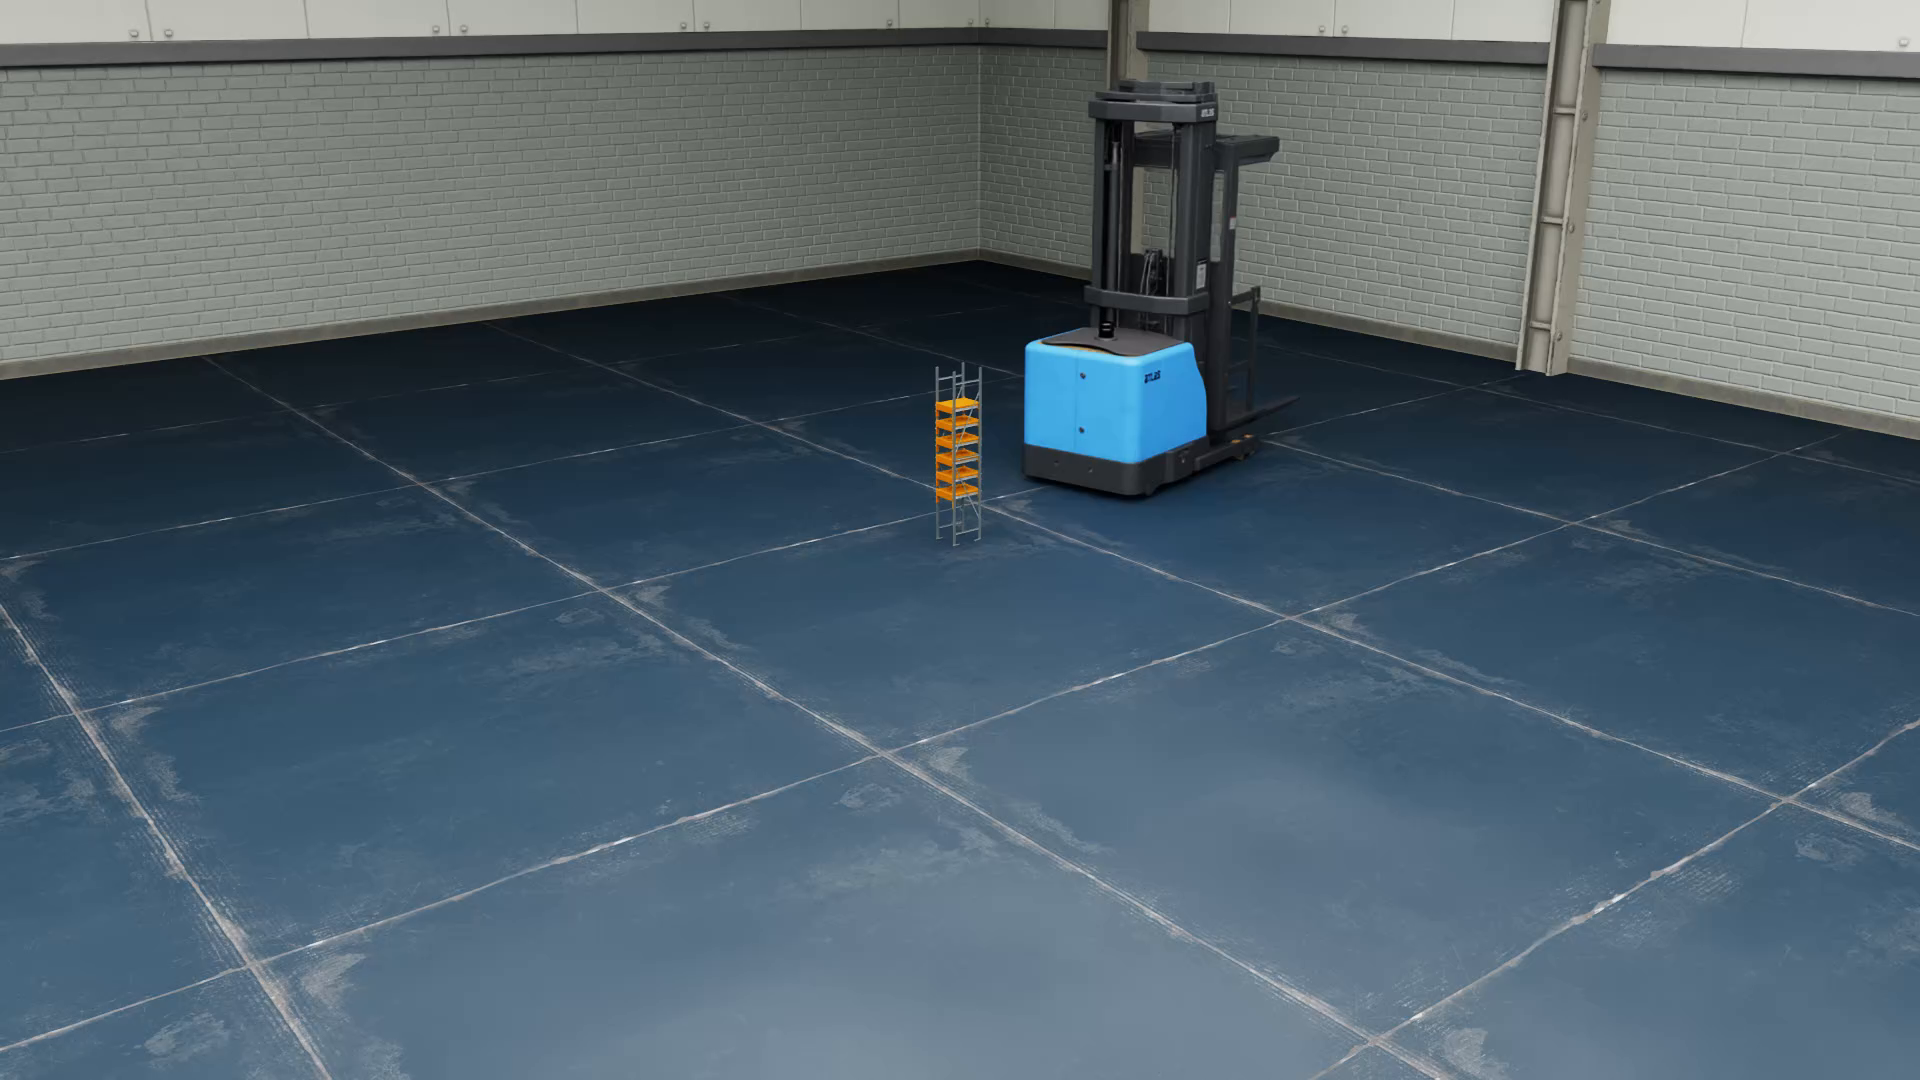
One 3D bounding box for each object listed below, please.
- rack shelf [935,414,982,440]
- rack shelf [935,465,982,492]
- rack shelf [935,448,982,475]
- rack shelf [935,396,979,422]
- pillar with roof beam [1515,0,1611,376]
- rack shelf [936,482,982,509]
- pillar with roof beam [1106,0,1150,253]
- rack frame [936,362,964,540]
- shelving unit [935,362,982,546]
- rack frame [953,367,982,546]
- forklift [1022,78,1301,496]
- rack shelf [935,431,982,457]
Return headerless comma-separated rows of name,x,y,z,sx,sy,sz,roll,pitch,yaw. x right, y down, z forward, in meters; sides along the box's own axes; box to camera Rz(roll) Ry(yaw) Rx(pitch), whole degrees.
rack shelf,-0.009,-0.759,11.123,0.258,0.103,0.180,-14,23,-36
rack shelf,-0.009,-0.417,11.236,0.258,0.103,0.180,-14,23,-36
rack shelf,-0.009,-0.531,11.199,0.258,0.103,0.180,-14,23,-36
rack shelf,-0.009,-0.873,11.085,0.258,0.103,0.180,-14,23,-36
pillar with roof beam,2.363,-5.104,12.460,9.100,9.000,0.400,-14,23,-36
rack shelf,-0.009,-0.303,11.274,0.258,0.103,0.180,-14,23,-36
pillar with roof beam,-1.362,-6.582,16.925,9.100,9.000,0.400,-14,23,-36
rack frame,-0.066,-0.596,11.253,0.240,1.200,0.006,-14,23,-36
shelving unit,-0.009,-0.573,11.185,0.258,1.200,0.189,-14,23,-36
rack frame,0.048,-0.551,11.117,0.240,1.200,0.006,-14,23,-36
forklift,1.767,-2.113,13.081,1.130,2.935,3.031,14,23,35
rack shelf,-0.009,-0.645,11.161,0.258,0.103,0.180,-14,23,-36
